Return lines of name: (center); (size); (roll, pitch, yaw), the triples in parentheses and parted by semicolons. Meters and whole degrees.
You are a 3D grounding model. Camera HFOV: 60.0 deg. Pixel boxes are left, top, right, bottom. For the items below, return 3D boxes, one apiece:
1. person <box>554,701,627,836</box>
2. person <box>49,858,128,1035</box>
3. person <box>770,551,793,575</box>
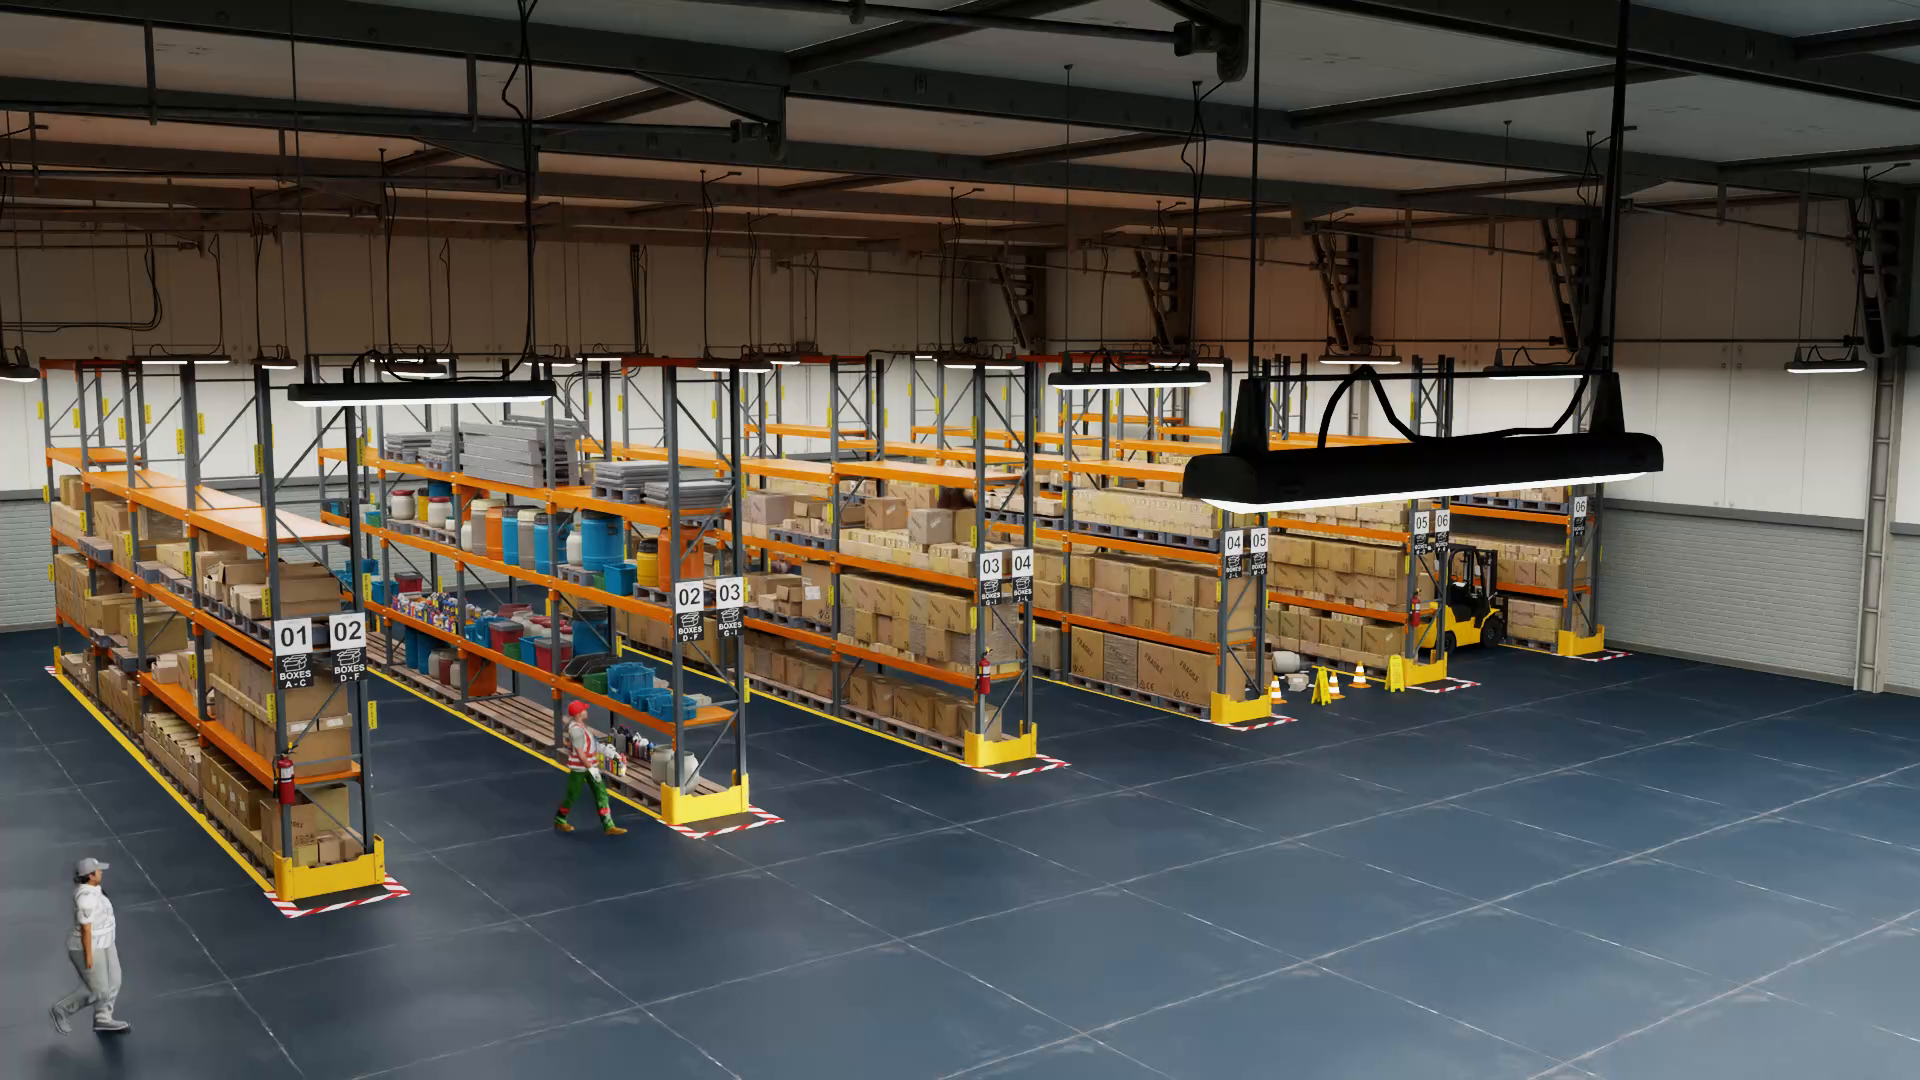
person: (-4.774, 2.916, 21.223); (1.020, 1.742, 0.487); (4, 8, 29)
person: (-7.964, 3.705, 15.144); (0.589, 1.628, 0.514); (-1, 7, -5)
person: (-3.877, 1.079, 36.450); (0.645, 1.742, 1.066); (-5, 9, -36)
